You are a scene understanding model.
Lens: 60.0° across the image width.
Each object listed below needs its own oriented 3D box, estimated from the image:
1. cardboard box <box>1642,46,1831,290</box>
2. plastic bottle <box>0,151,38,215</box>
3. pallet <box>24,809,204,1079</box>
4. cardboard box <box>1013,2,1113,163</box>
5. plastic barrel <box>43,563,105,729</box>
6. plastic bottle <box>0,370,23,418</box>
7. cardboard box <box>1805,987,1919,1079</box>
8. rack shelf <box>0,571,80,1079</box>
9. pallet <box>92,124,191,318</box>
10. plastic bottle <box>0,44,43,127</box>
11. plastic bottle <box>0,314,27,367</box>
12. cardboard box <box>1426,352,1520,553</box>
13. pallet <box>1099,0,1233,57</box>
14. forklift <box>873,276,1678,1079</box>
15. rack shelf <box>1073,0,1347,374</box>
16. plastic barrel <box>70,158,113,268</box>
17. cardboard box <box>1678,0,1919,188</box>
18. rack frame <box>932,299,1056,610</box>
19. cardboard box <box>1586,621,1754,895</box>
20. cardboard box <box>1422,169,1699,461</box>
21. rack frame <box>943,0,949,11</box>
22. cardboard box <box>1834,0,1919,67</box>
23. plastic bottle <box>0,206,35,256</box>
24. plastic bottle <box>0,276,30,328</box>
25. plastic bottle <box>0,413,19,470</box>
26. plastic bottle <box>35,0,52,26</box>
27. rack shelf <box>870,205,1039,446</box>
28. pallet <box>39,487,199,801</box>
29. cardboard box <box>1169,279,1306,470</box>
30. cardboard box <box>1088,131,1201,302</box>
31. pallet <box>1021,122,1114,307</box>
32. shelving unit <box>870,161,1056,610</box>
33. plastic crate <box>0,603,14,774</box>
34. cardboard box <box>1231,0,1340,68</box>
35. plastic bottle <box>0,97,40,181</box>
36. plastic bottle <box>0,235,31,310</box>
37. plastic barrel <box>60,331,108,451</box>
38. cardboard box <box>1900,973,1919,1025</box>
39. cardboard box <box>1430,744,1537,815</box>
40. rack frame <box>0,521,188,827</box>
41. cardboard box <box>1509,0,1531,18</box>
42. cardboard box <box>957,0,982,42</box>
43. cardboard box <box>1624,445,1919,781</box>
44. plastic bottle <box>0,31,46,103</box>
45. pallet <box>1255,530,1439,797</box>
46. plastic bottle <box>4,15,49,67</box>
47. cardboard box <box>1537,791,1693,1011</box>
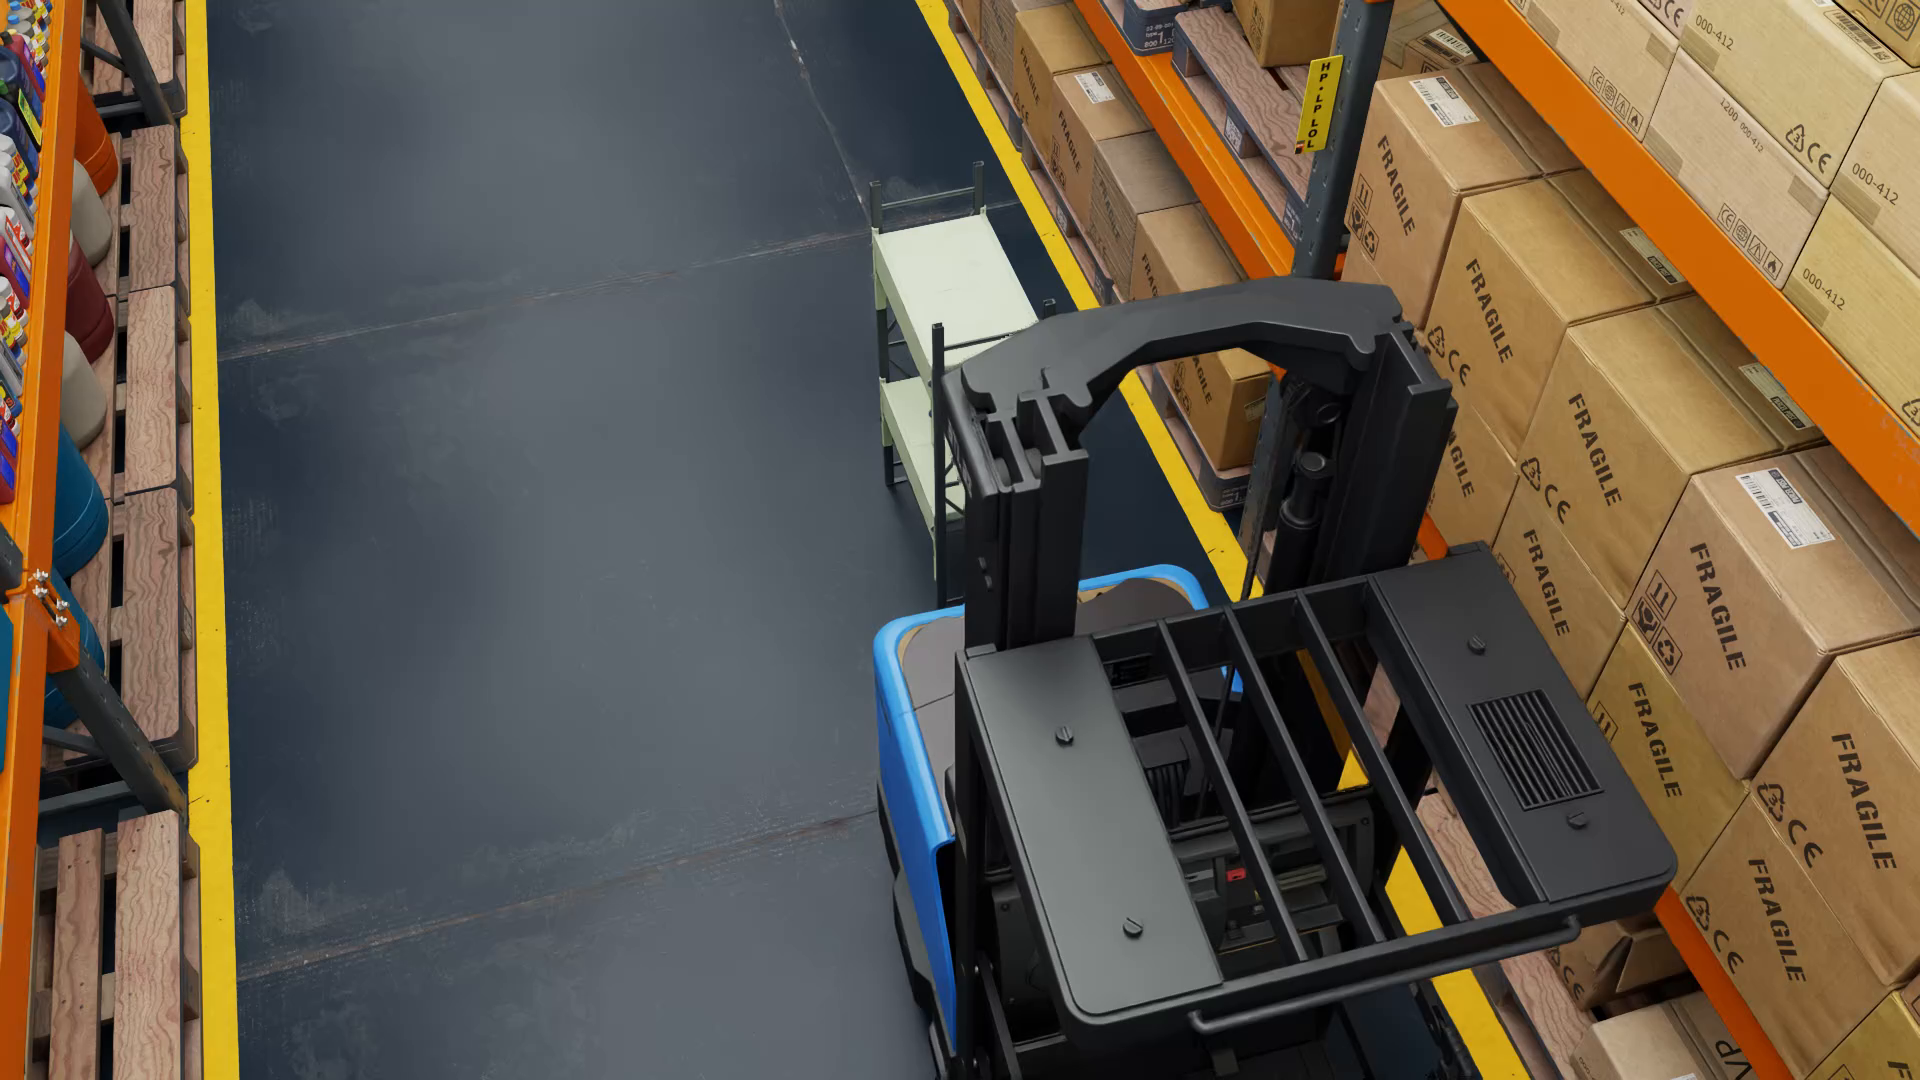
[{"bbox_3d":[1.782,-0.809,3.396,0.500,0.250,0.500,-13,51,-11],"label":"cardboard box"},{"bbox_3d":[-3.272,-1.236,5.704,0.097,0.271,0.097,0,50,0],"label":"plastic bottle"},{"bbox_3d":[-2.894,1.511,5.128,1.003,0.211,1.213,-13,51,-11],"label":"pallet"},{"bbox_3d":[0.567,-2.145,7.734,0.500,0.500,0.500,-14,51,-11],"label":"cardboard box"},{"bbox_3d":[-3.293,0.224,5.487,0.600,0.901,0.708,-13,51,-11],"label":"plastic barrel"},{"bbox_3d":[-2.969,-0.488,5.073,0.097,0.271,0.097,0,50,0],"label":"plastic bottle"},{"bbox_3d":[2.218,1.212,3.491,0.500,0.500,0.500,-13,51,-11],"label":"cardboard box"},{"bbox_3d":[-2.557,1.776,3.551,1.077,0.370,4.000,-13,51,-11],"label":"rack shelf"},{"bbox_3d":[-4.059,-1.373,7.559,1.003,0.211,1.213,-13,51,-11],"label":"pallet"},{"bbox_3d":[-3.459,-1.662,6.011,0.144,0.351,0.185,-13,51,-11],"label":"plastic bottle"},{"bbox_3d":[-3.038,-0.657,5.216,0.097,0.271,0.097,0,50,0],"label":"plastic bottle"},{"bbox_3d":[1.629,-0.259,4.730,0.500,0.500,0.500,-13,51,-10],"label":"cardboard box"},{"bbox_3d":[0.981,-2.474,6.789,1.003,0.211,1.213,-13,51,-11],"label":"pallet"},{"bbox_3d":[0.591,0.992,3.787,1.130,2.935,3.031,-11,51,-9],"label":"forklift"},{"bbox_3d":[0.993,-2.262,6.956,1.077,0.370,4.000,-13,51,-11],"label":"rack shelf"},{"bbox_3d":[-3.918,-1.426,7.132,0.421,0.512,0.421,0,50,0],"label":"plastic barrel"},{"bbox_3d":[1.777,-0.969,3.204,0.500,0.250,0.500,-13,51,-11],"label":"cardboard box"},{"bbox_3d":[0.106,-0.221,5.745,0.400,1.500,0.023,-13,51,-11],"label":"rack frame"},{"bbox_3d":[1.927,0.478,4.109,0.500,0.500,0.500,-14,51,-11],"label":"cardboard box"},{"bbox_3d":[1.608,-0.604,4.367,0.500,0.500,0.500,-15,51,-12],"label":"cardboard box"},{"bbox_3d":[0.401,-3.955,7.912,1.000,3.000,0.127,-13,51,-11],"label":"rack frame"},{"bbox_3d":[1.931,-1.247,2.948,0.700,0.500,0.500,-13,51,-11],"label":"cardboard box"},{"bbox_3d":[-3.203,-1.044,5.587,0.097,0.201,0.097,0,50,0],"label":"plastic bottle"},{"bbox_3d":[-3.095,-0.777,5.363,0.097,0.201,0.097,0,50,0],"label":"plastic bottle"},{"bbox_3d":[-2.889,-0.340,4.941,0.061,0.283,0.133,-13,51,-11],"label":"plastic bottle"},{"bbox_3d":[-3.633,-2.104,6.482,0.097,0.201,0.097,0,50,0],"label":"plastic bottle"},{"bbox_3d":[-0.002,-0.740,5.672,0.431,0.370,0.720,-13,51,-11],"label":"rack shelf"},{"bbox_3d":[-3.337,0.410,6.056,1.003,0.211,1.213,-13,51,-11],"label":"pallet"},{"bbox_3d":[1.165,-0.665,6.486,0.500,0.500,0.500,-14,51,-11],"label":"cardboard box"},{"bbox_3d":[0.879,-1.394,7.101,0.500,0.500,0.500,-13,51,-11],"label":"cardboard box"},{"bbox_3d":[0.943,-1.613,7.761,1.003,0.211,1.213,-13,51,-11],"label":"pallet"},{"bbox_3d":[-0.002,-0.488,5.970,0.431,1.500,0.755,-13,51,-11],"label":"shelving unit"},{"bbox_3d":[-2.685,0.333,4.268,0.392,0.384,0.575,-13,51,-11],"label":"plastic crate"},{"bbox_3d":[1.394,-2.086,5.996,0.700,0.500,0.500,-6,50,-5],"label":"cardboard box"},{"bbox_3d":[-3.365,-1.430,5.816,0.144,0.351,0.185,-13,51,-11],"label":"plastic bottle"},{"bbox_3d":[-3.112,-0.892,5.406,0.061,0.283,0.133,-13,51,-11],"label":"plastic bottle"},{"bbox_3d":[-3.584,-0.601,6.437,0.421,0.512,0.421,0,50,0],"label":"plastic barrel"},{"bbox_3d":[2.223,0.902,3.098,0.500,0.500,0.500,-12,51,-10],"label":"cardboard box"},{"bbox_3d":[1.767,0.723,5.534,0.380,0.166,0.250,-13,51,-11],"label":"cardboard box"},{"bbox_3d":[-3.149,0.084,4.507,1.000,3.000,0.127,-13,51,-11],"label":"rack frame"},{"bbox_3d":[1.492,-1.541,4.013,0.500,0.250,0.500,-13,51,-11],"label":"cardboard box"},{"bbox_3d":[0.263,-2.894,8.365,0.500,0.500,0.500,-11,51,-9],"label":"cardboard box"},{"bbox_3d":[1.913,0.149,3.733,0.500,0.500,0.500,-12,51,-10],"label":"cardboard box"},{"bbox_3d":[-3.466,-1.766,6.143,0.061,0.283,0.133,-13,51,-11],"label":"plastic bottle"},{"bbox_3d":[1.787,0.367,6.092,1.003,0.211,1.213,-13,51,-11],"label":"pallet"},{"bbox_3d":[-3.547,-1.891,6.302,0.097,0.201,0.097,0,50,0],"label":"plastic bottle"},{"bbox_3d":[2.145,1.000,5.079,0.797,0.503,0.637,-13,51,-11],"label":"cardboard box"}]
